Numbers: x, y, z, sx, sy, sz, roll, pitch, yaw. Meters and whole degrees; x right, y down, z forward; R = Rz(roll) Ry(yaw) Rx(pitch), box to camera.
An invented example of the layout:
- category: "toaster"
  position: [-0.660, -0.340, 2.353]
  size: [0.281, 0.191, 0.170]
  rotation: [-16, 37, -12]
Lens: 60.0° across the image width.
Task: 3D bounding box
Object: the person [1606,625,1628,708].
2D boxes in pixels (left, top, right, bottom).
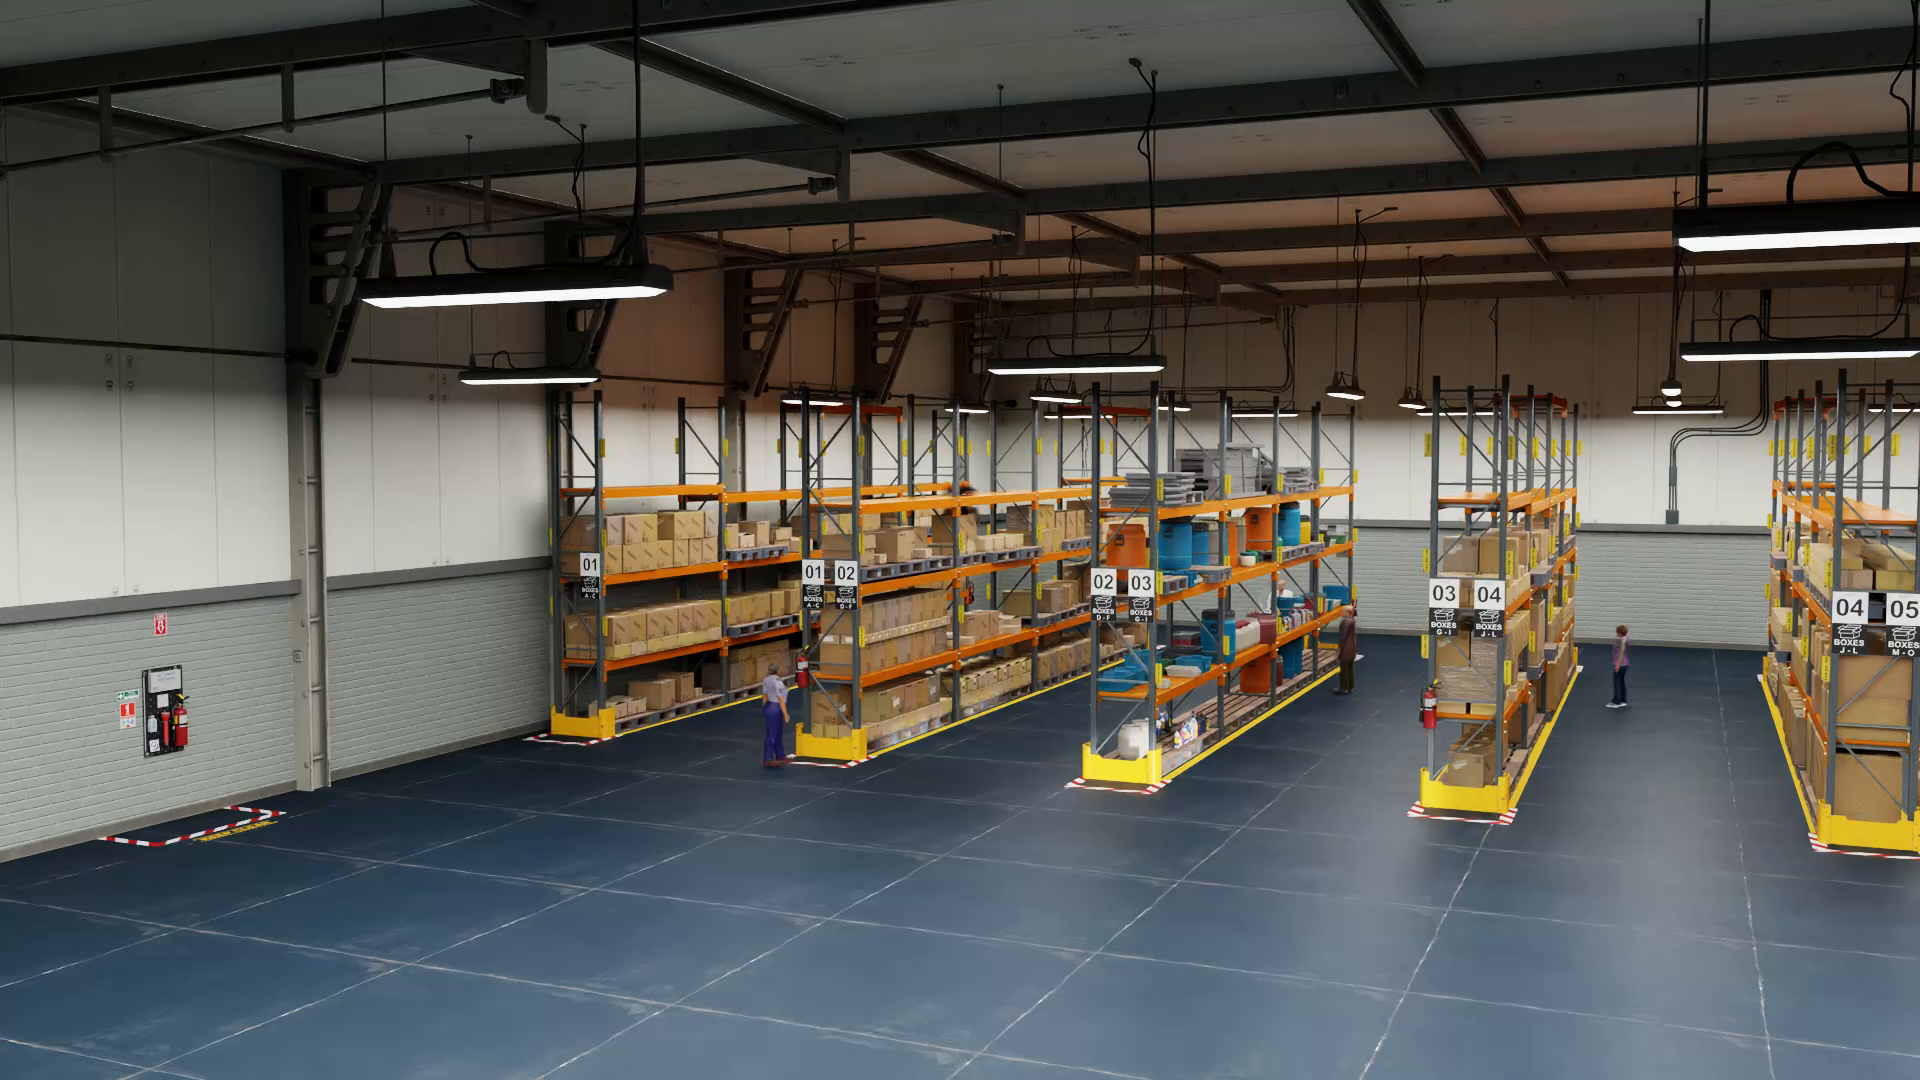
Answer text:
- category: "person"
  position: [12.687, 2.436, 32.071]
  size: [0.386, 1.603, 0.479]
  rotation: [2, 4, 29]

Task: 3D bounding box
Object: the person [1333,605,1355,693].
- category: "person"
  position: [7.849, 2.228, 33.969]
  size: [0.426, 1.791, 0.601]
  rotation: [2, 4, 27]

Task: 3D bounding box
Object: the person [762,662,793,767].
- category: "person"
  position: [-2.864, 2.738, 26.305]
  size: [0.550, 1.640, 0.548]
  rotation: [-1, 3, -19]

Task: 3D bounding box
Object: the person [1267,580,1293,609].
- category: "person"
  position: [7.920, 1.916, 41.136]
  size: [0.660, 1.851, 0.819]
  rotation: [1, 3, 14]
